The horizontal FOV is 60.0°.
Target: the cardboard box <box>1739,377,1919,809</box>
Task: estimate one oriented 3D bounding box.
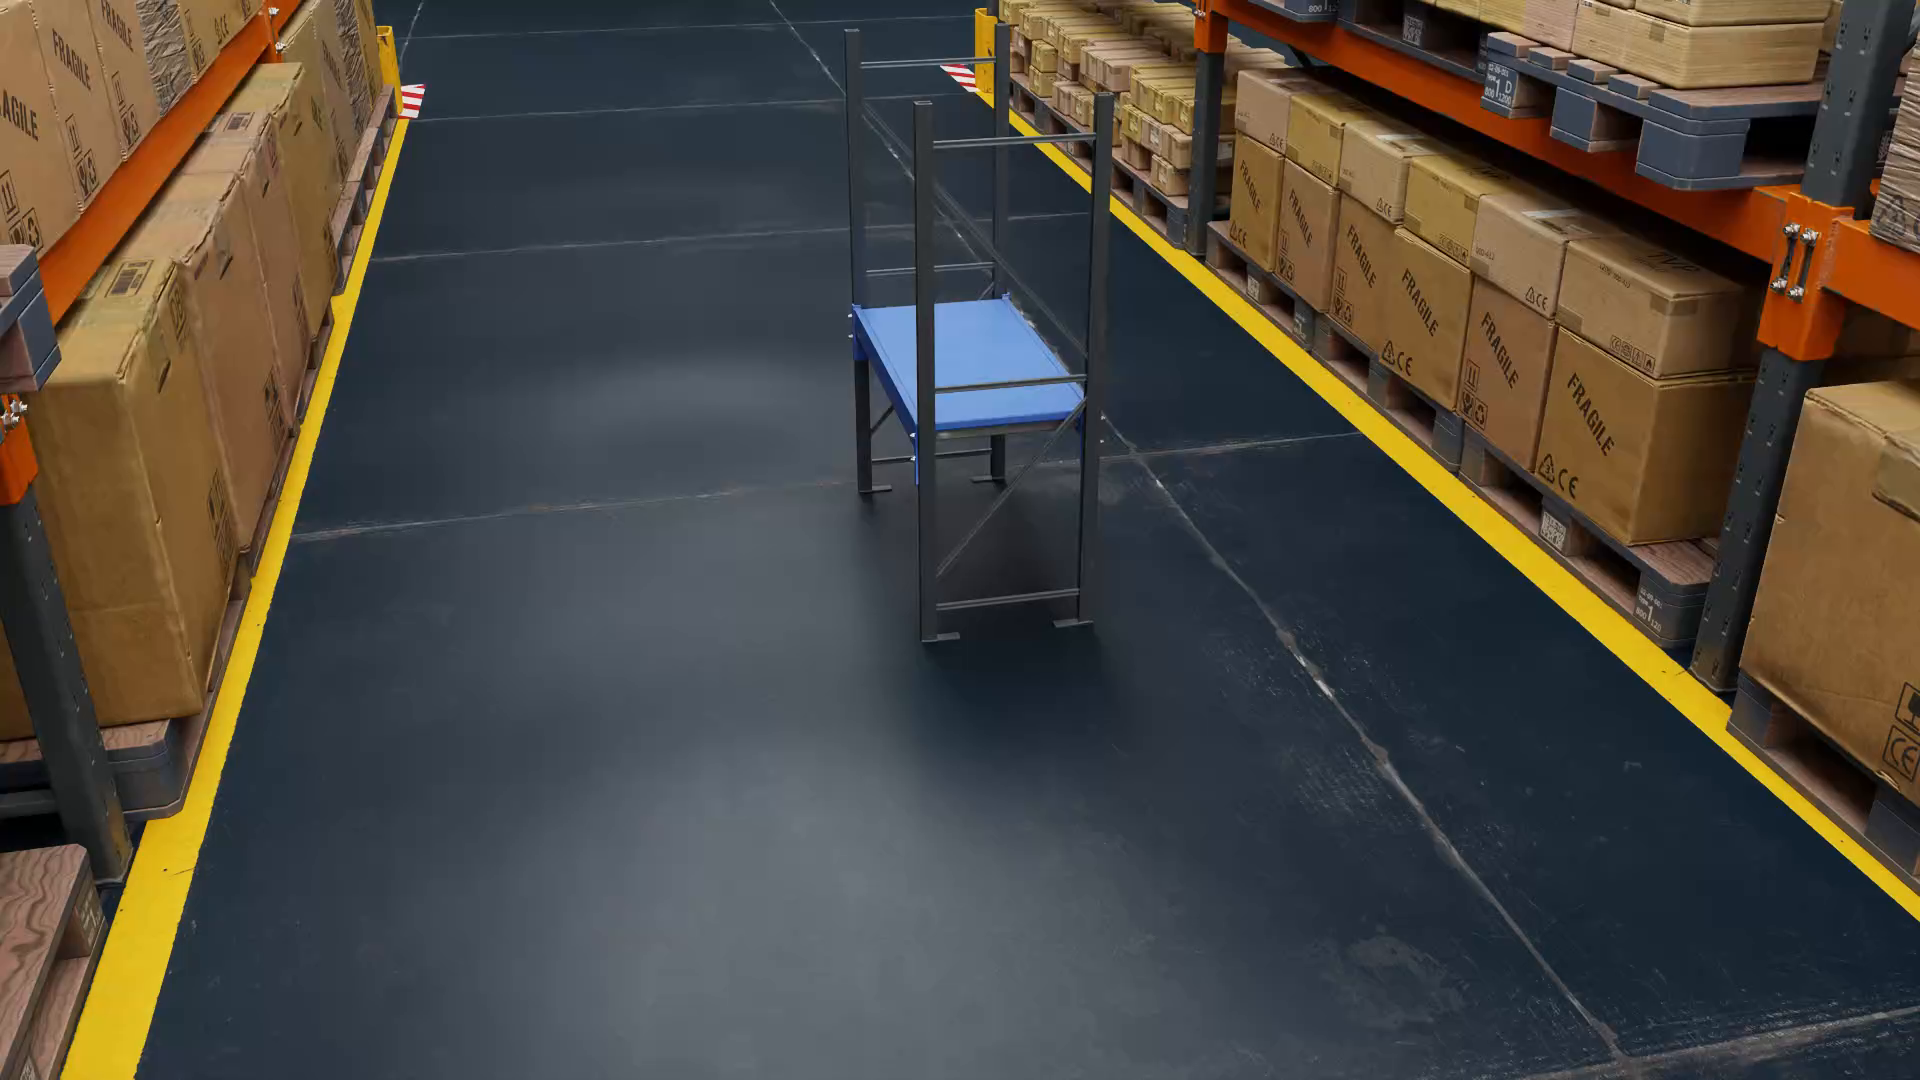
[{"bbox_3d":[2.534,0.092,3.769,1.050,0.750,0.750,-6,27,-12],"label":"cardboard box"}]

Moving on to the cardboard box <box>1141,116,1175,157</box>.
[{"bbox_3d":[1.129,-2.028,8.307,0.380,0.149,0.250,-7,28,-14],"label":"cardboard box"}]

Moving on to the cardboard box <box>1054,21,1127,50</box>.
[{"bbox_3d":[0.770,-2.973,9.849,0.380,0.149,0.250,-5,27,-10],"label":"cardboard box"}]

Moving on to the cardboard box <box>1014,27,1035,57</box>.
[{"bbox_3d":[0.556,-3.179,10.586,0.380,0.149,0.250,-6,27,-12],"label":"cardboard box"}]

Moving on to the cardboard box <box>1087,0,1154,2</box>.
[{"bbox_3d":[1.047,-3.487,10.867,0.380,0.149,0.250,-6,27,-11],"label":"cardboard box"}]

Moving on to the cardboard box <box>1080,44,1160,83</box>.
[{"bbox_3d":[0.883,-2.632,9.174,0.380,0.149,0.250,-7,28,-13],"label":"cardboard box"}]

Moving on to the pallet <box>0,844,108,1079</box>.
[{"bbox_3d":[-2.196,1.046,2.943,1.003,0.211,1.213,-6,27,-12],"label":"pallet"}]

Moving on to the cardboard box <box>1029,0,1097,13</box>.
[{"bbox_3d":[0.648,-3.320,10.537,0.380,0.149,0.250,-5,27,-11],"label":"cardboard box"}]

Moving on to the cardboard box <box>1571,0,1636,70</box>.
[{"bbox_3d":[1.871,-1.355,4.419,0.380,0.149,0.250,-6,27,-12],"label":"cardboard box"}]

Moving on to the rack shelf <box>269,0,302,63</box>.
[{"bbox_3d":[-3.723,-2.855,8.375,1.077,0.370,4.000,-6,27,-12],"label":"rack shelf"}]

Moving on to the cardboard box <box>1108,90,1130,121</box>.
[{"bbox_3d":[1.014,-2.374,8.992,0.380,0.149,0.250,-5,27,-10],"label":"cardboard box"}]

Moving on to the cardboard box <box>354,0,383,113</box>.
[{"bbox_3d":[-3.952,-3.020,9.796,0.875,0.875,0.875,-6,27,-12],"label":"cardboard box"}]

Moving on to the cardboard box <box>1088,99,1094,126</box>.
[{"bbox_3d":[0.936,-2.385,9.344,0.380,0.149,0.250,-5,27,-11],"label":"cardboard box"}]

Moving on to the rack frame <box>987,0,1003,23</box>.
[{"bbox_3d":[0.681,-4.513,10.862,1.000,3.000,0.127,-6,27,-12],"label":"rack frame"}]

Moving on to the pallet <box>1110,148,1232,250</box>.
[{"bbox_3d":[1.397,-1.803,8.589,1.003,0.211,1.213,-6,27,-12],"label":"pallet"}]

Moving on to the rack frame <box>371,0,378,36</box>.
[{"bbox_3d":[-4.174,-4.054,9.952,1.000,3.000,0.127,-6,27,-12],"label":"rack frame"}]

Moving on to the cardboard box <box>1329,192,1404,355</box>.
[{"bbox_3d":[1.743,-1.017,6.243,0.500,0.500,0.500,-5,27,-11],"label":"cardboard box"}]

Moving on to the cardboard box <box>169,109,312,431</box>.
[{"bbox_3d":[-2.906,-0.866,5.528,1.225,0.875,0.875,-7,28,-13],"label":"cardboard box"}]

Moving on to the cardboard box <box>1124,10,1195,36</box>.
[{"bbox_3d":[1.227,-3.150,10.199,0.380,0.149,0.250,-7,28,-14],"label":"cardboard box"}]

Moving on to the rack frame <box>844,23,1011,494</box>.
[{"bbox_3d":[-0.095,-0.855,5.280,0.500,1.500,0.032,-6,27,-12],"label":"rack frame"}]

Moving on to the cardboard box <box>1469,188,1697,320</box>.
[{"bbox_3d":[1.950,-0.902,5.183,0.500,0.250,0.500,-6,27,-11],"label":"cardboard box"}]

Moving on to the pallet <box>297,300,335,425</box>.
[{"bbox_3d":[-3.025,-0.722,6.446,1.003,0.211,1.213,-6,27,-12],"label":"pallet"}]

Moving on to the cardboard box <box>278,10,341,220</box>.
[{"bbox_3d":[-3.343,-1.835,7.448,0.875,0.875,0.875,-6,27,-12],"label":"cardboard box"}]

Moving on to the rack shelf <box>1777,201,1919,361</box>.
[{"bbox_3d":[2.935,0.198,2.327,1.077,0.370,4.000,-6,27,-12],"label":"rack shelf"}]

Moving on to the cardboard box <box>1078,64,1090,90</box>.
[{"bbox_3d":[0.903,-2.735,9.707,0.380,0.149,0.250,-5,27,-9],"label":"cardboard box"}]

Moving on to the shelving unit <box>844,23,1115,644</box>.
[{"bbox_3d":[0.019,-0.632,4.838,0.538,1.500,1.048,-6,27,-12],"label":"shelving unit"}]

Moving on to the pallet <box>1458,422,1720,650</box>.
[{"bbox_3d":[2.310,-0.099,5.213,1.003,0.211,1.213,-6,27,-12],"label":"pallet"}]

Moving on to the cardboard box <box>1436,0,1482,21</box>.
[{"bbox_3d":[1.698,-1.696,5.094,0.380,0.149,0.250,-7,28,-14],"label":"cardboard box"}]

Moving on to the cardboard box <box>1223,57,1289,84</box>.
[{"bbox_3d":[1.517,-2.455,8.822,0.380,0.149,0.250,-7,28,-13],"label":"cardboard box"}]

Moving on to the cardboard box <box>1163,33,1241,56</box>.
[{"bbox_3d":[1.380,-2.798,9.503,0.380,0.149,0.250,-6,27,-11],"label":"cardboard box"}]

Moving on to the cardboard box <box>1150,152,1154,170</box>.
[{"bbox_3d":[1.185,-1.932,8.447,0.380,0.149,0.250,-5,27,-10],"label":"cardboard box"}]

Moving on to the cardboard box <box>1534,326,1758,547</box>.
[{"bbox_3d":[2.081,-0.335,4.893,0.500,0.500,0.500,-6,27,-12],"label":"cardboard box"}]

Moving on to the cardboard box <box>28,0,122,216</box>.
[{"bbox_3d":[-2.334,-1.054,3.897,0.500,0.500,0.500,-7,28,-13],"label":"cardboard box"}]

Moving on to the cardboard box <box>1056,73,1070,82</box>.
[{"bbox_3d":[0.790,-2.725,10.017,0.380,0.149,0.250,-6,27,-11],"label":"cardboard box"}]

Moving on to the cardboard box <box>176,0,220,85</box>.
[{"bbox_3d":[-2.672,-1.718,5.214,0.500,0.500,0.500,-6,27,-12],"label":"cardboard box"}]

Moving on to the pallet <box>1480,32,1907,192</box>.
[{"bbox_3d":[2.220,-1.217,4.546,1.213,0.211,1.003,-6,27,-12],"label":"pallet"}]

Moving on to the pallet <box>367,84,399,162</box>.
[{"bbox_3d":[-3.917,-2.466,9.901,1.003,0.211,1.213,-6,27,-12],"label":"pallet"}]

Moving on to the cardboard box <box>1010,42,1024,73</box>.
[{"bbox_3d":[0.487,-3.165,10.890,0.380,0.149,0.250,-5,27,-11],"label":"cardboard box"}]

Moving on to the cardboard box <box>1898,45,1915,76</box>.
[{"bbox_3d":[2.580,-1.293,4.296,0.380,0.149,0.250,-6,27,-12],"label":"cardboard box"}]

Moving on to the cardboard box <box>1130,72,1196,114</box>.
[{"bbox_3d":[1.090,-2.284,8.483,0.380,0.149,0.250,-6,27,-12],"label":"cardboard box"}]

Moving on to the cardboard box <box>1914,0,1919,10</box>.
[{"bbox_3d":[2.571,-1.442,4.260,0.380,0.149,0.250,-5,27,-9],"label":"cardboard box"}]

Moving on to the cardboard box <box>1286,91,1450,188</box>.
[{"bbox_3d":[1.614,-1.579,6.525,0.500,0.250,0.500,-5,27,-10],"label":"cardboard box"}]
